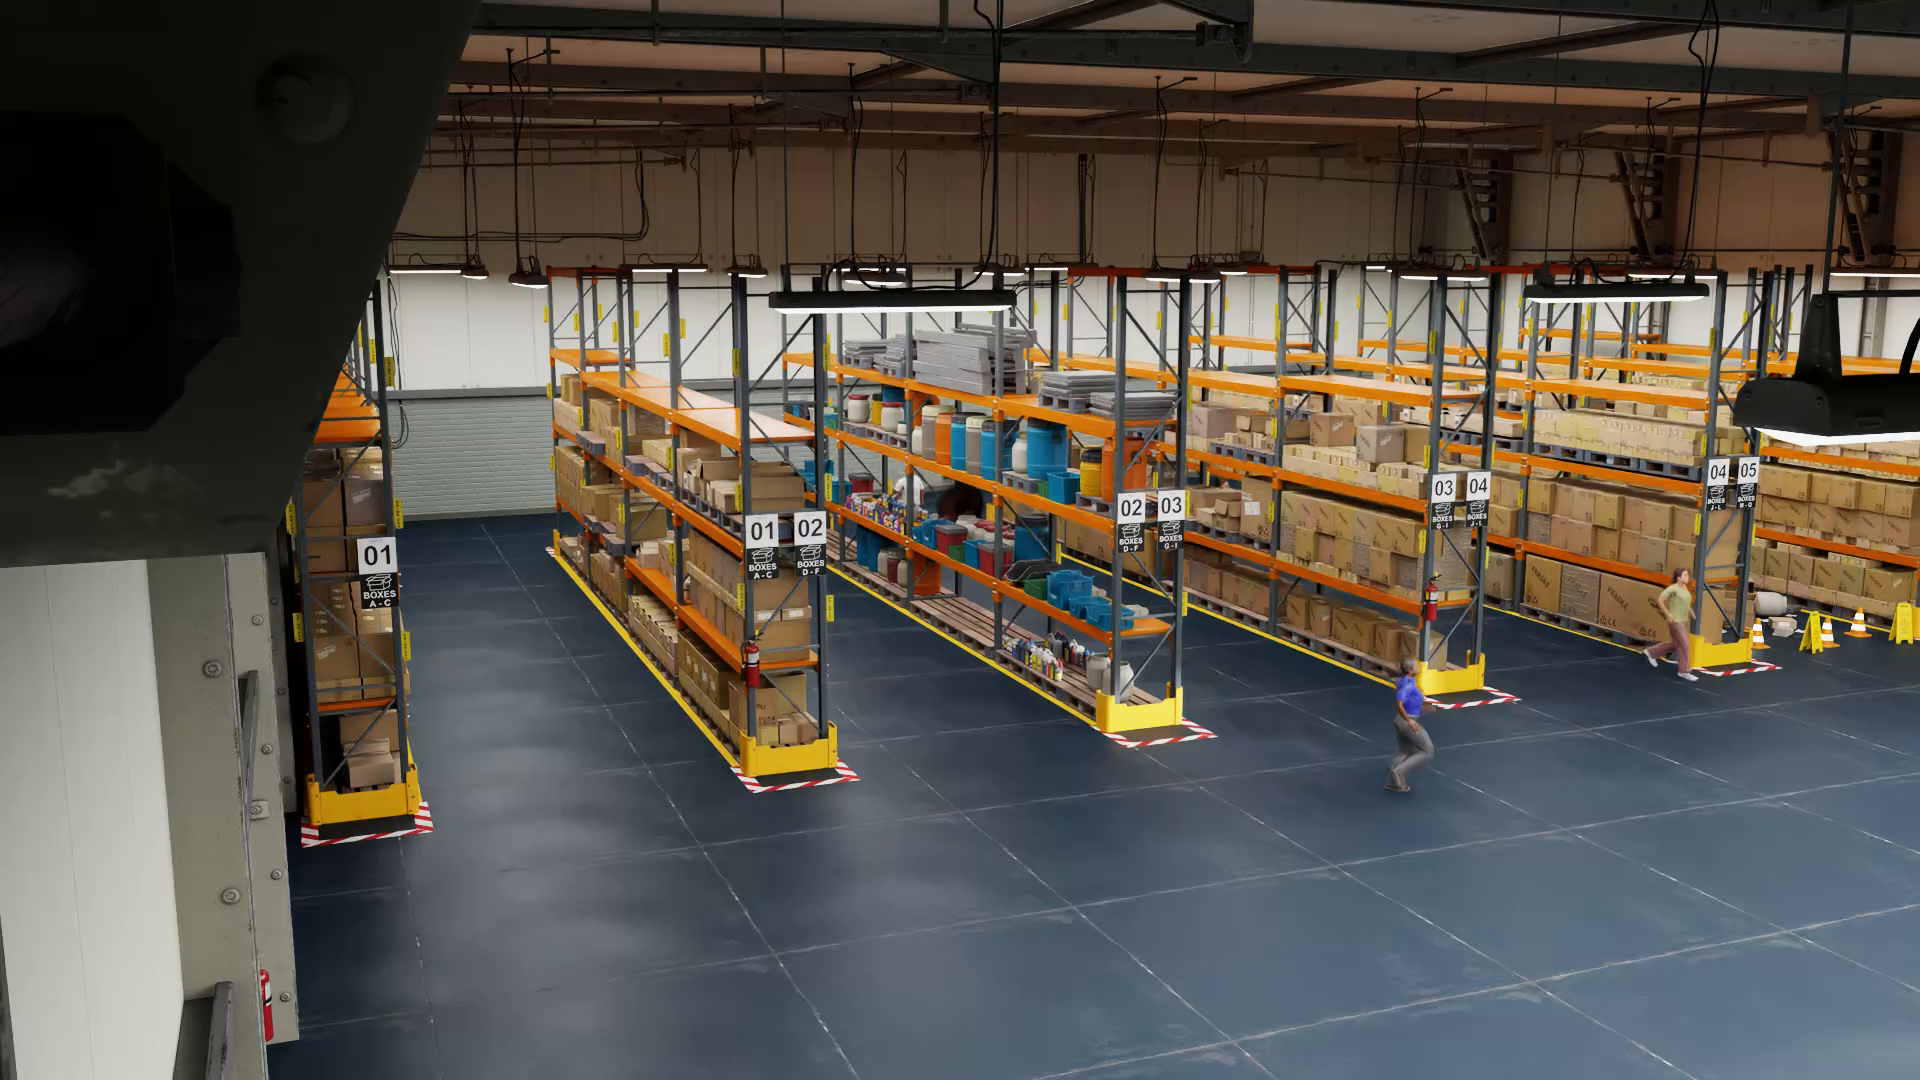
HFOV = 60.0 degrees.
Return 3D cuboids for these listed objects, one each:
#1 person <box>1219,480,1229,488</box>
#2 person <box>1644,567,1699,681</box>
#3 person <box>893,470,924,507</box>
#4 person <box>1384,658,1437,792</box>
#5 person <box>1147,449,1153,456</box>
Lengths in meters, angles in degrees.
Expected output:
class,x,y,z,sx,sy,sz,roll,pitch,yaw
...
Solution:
class,x,y,z,sx,sy,sz,roll,pitch,yaw
person,5.418,-0.432,34.353,0.570,1.641,0.772,-5,11,-29
person,10.684,1.224,24.906,0.587,1.682,0.872,-9,13,-41
person,-1.092,-0.763,36.057,0.712,1.739,0.658,-5,11,-25
person,5.313,2.220,19.511,0.577,1.517,0.558,0,10,-2
person,4.333,-1.322,39.388,0.718,1.677,0.582,0,10,0
